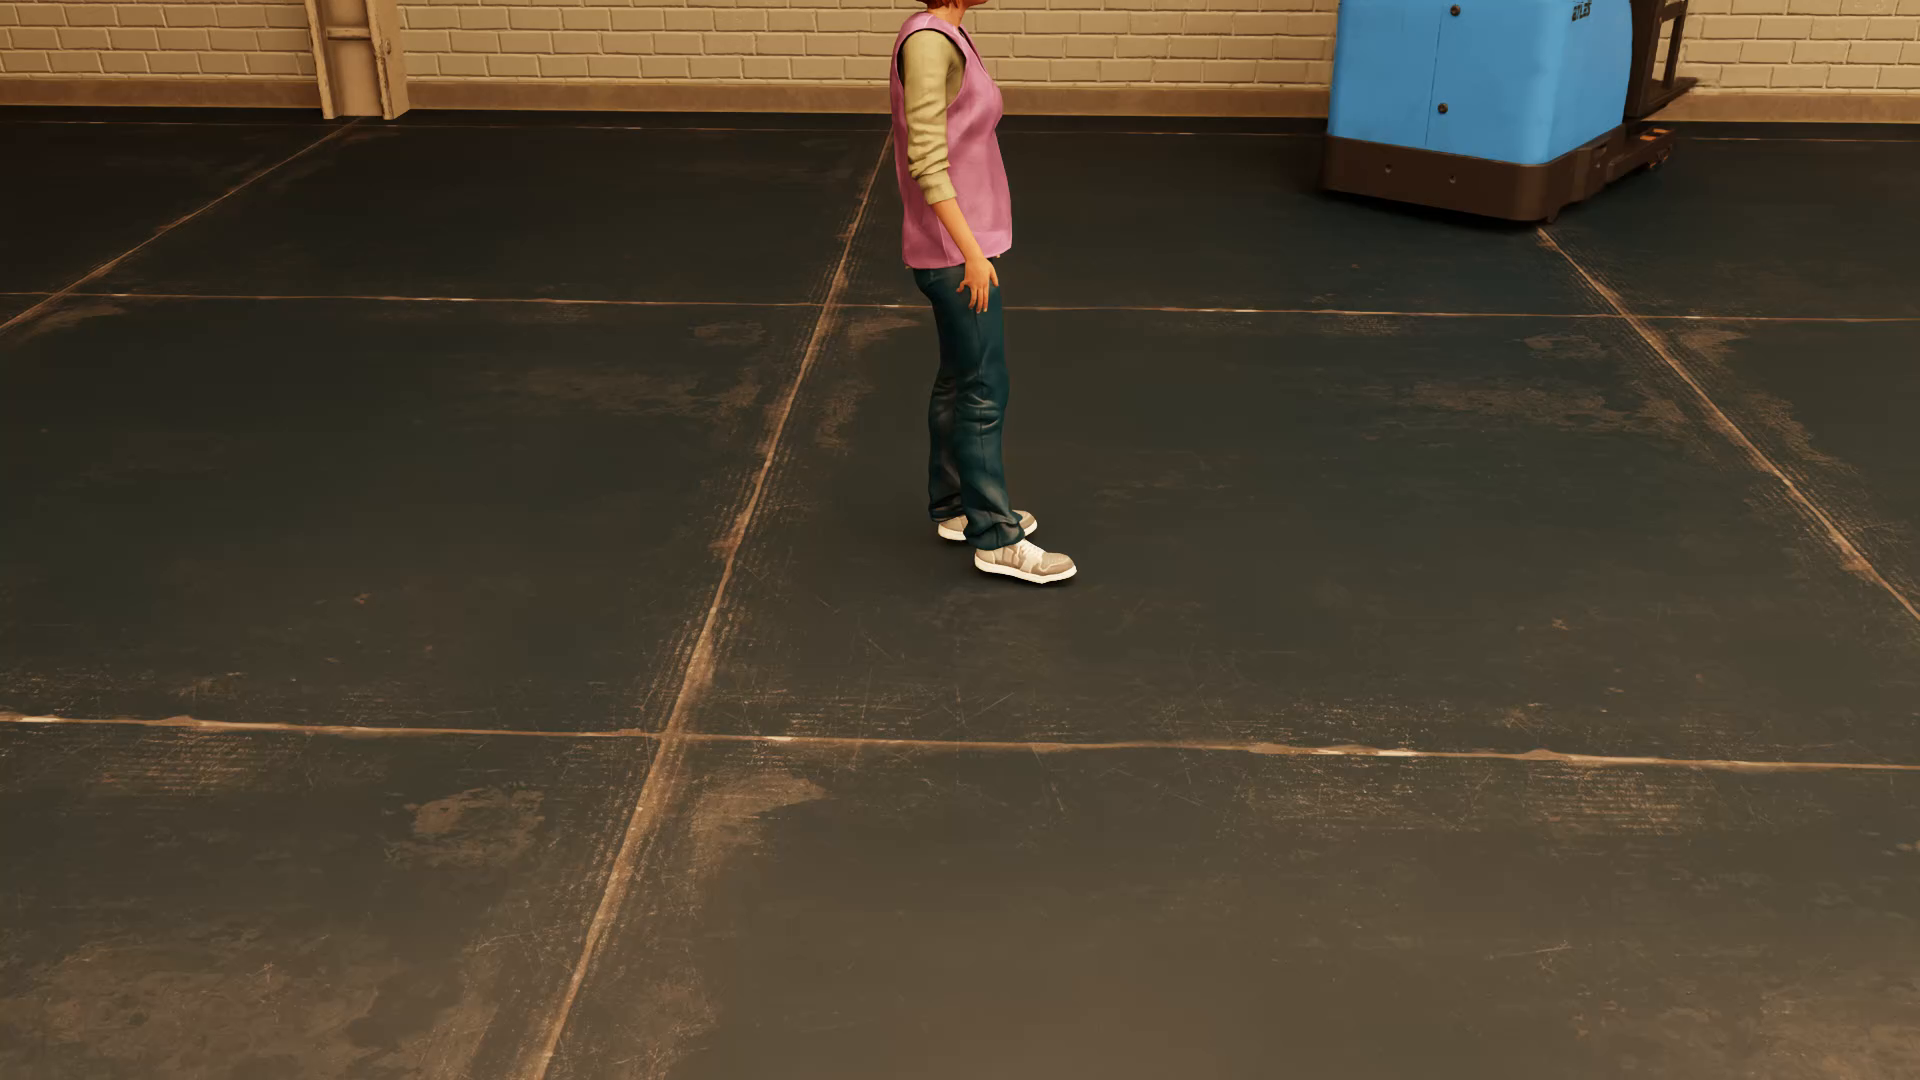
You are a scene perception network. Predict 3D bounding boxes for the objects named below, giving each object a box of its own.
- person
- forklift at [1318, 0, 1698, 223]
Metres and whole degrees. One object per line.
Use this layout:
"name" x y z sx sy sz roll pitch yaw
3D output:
"person" 0.073 -0.715 4.149 0.476 1.597 0.520 1 26 2
"forklift" 2.952 -3.269 7.836 1.130 2.935 3.031 19 32 33
